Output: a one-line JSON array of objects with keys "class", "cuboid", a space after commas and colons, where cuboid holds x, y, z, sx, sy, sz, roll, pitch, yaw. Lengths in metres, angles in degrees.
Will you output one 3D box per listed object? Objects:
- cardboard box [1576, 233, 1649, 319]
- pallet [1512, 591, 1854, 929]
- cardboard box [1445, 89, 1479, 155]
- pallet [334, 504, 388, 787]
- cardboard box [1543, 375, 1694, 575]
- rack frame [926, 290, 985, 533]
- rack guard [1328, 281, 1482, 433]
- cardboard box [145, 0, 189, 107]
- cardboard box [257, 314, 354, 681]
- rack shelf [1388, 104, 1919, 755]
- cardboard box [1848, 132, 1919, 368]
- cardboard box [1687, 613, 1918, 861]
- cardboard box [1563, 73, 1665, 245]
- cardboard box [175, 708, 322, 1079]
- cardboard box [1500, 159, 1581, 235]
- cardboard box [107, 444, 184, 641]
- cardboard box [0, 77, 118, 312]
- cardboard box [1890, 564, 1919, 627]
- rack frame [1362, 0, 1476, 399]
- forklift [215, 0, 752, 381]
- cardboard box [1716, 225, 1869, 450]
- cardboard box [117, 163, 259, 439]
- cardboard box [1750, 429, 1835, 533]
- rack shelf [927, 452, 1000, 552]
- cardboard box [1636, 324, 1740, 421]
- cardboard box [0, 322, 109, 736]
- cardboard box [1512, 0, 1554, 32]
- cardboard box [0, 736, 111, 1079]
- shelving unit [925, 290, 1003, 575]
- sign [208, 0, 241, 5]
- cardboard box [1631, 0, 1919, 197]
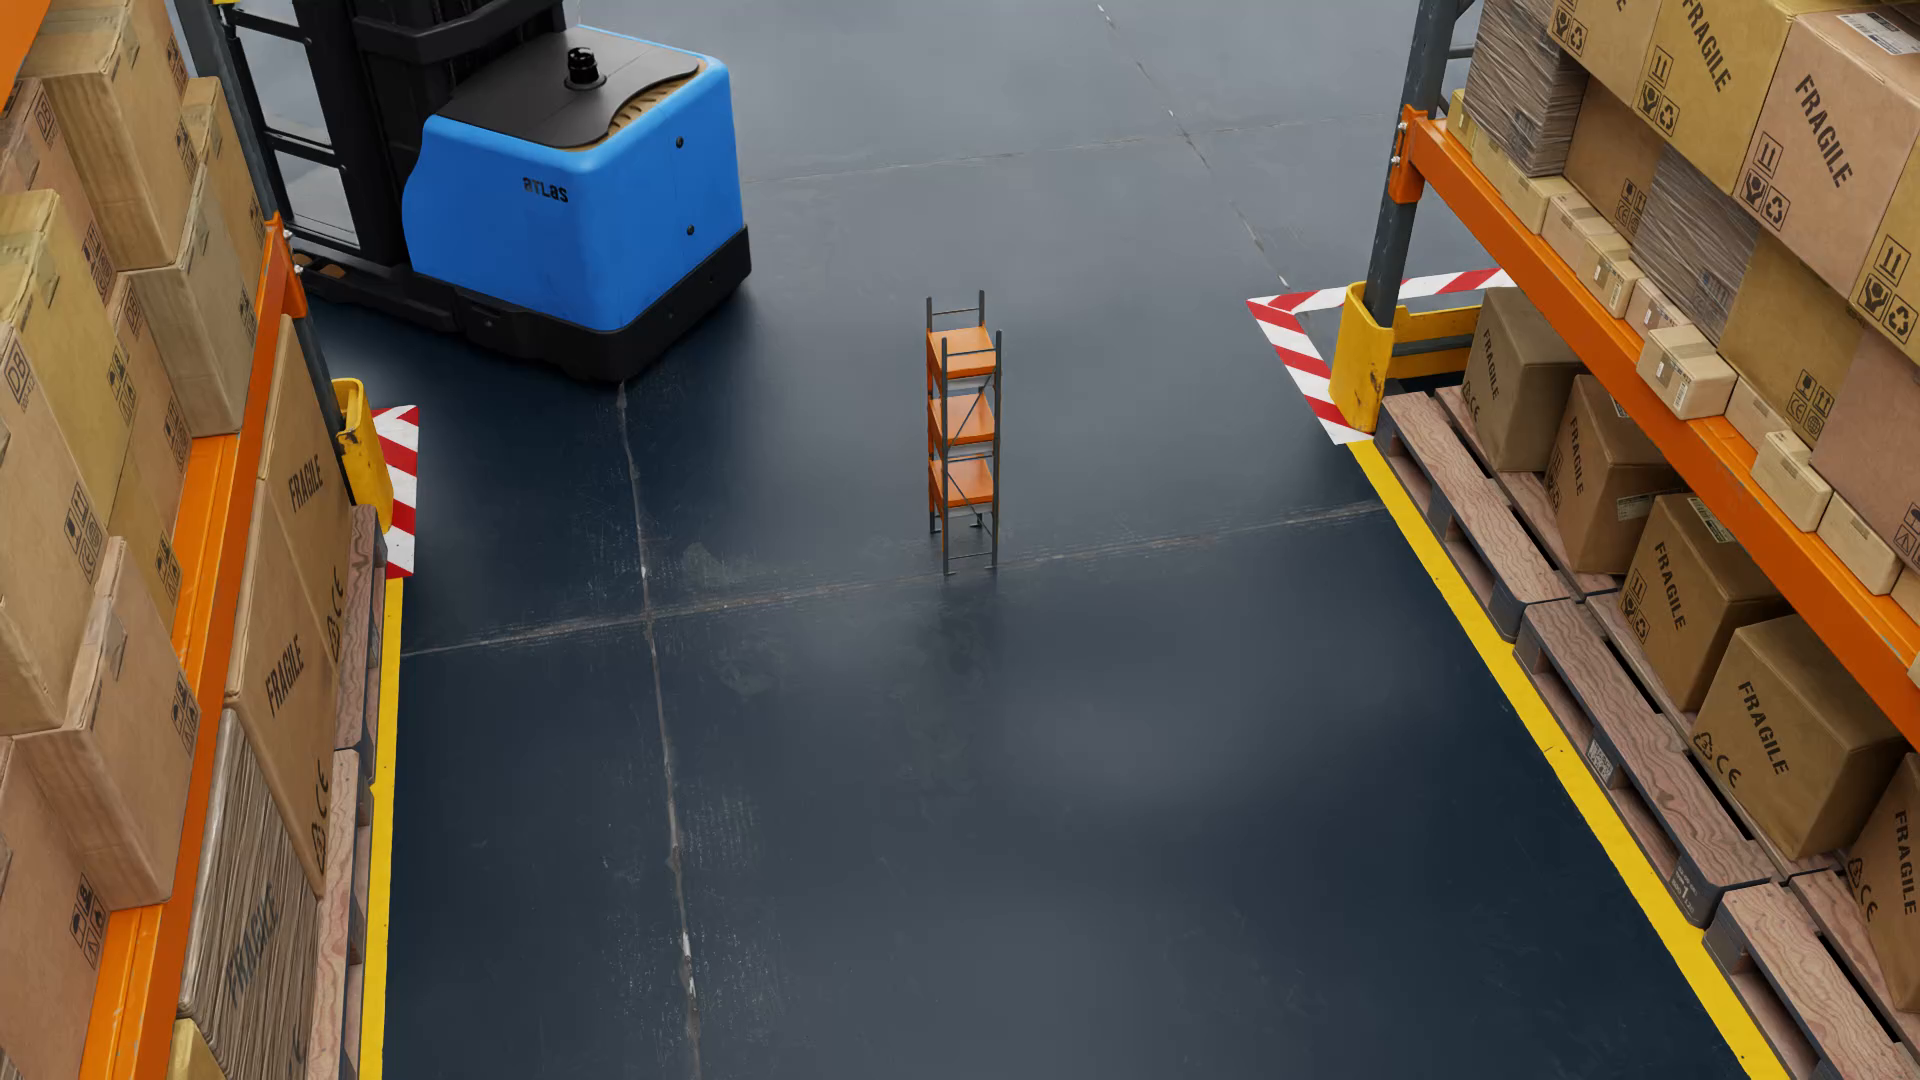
[{"class": "cardboard box", "cuboid": [2.142, -0.829, 5.113, 0.380, 0.149, 0.250, -8, 42, -9]}, {"class": "pallet", "cuboid": [2.535, 0.620, 5.392, 1.003, 0.211, 1.213, -8, 42, -9]}, {"class": "cardboard box", "cuboid": [1.946, -1.480, 5.847, 0.380, 0.149, 0.250, -8, 42, -9]}, {"class": "pallet", "cuboid": [-2.498, 0.403, 5.638, 1.003, 0.211, 1.213, -8, 42, -9]}, {"class": "cardboard box", "cuboid": [2.399, -0.225, 5.811, 0.500, 0.500, 0.500, 2, 42, 2]}, {"class": "rack frame", "cuboid": [-0.015, -0.437, 5.951, 0.200, 1.050, 0.008, -8, 42, -9]}, {"class": "rack guard", "cuboid": [2.134, -0.809, 6.784, 1.175, 0.500, 0.348, -8, 42, -9]}, {"class": "cardboard box", "cuboid": [-2.705, -1.361, 4.598, 0.875, 0.550, 0.550, -8, 42, -9]}, {"class": "cardboard box", "cuboid": [-2.536, -0.080, 5.364, 0.875, 0.875, 0.875, -8, 42, -9]}, {"class": "rack shelf", "cuboid": [2.549, -0.227, 4.788, 1.077, 0.370, 4.000, -8, 42, -9]}, {"class": "cardboard box", "cuboid": [2.399, -0.623, 3.639, 0.500, 0.500, 0.500, -8, 42, -9]}, {"class": "cardboard box", "cuboid": [2.592, 0.552, 4.936, 0.500, 0.500, 0.500, -12, 43, -13]}, {"class": "cardboard box", "cuboid": [2.435, -1.274, 5.126, 0.875, 0.500, 0.500, -8, 42, -9]}, {"class": "cardboard box", "cuboid": [-2.149, 1.082, 4.056, 0.875, 0.875, 0.875, -8, 42, -9]}, {"class": "cardboard box", "cuboid": [2.021, -1.151, 5.476, 0.380, 0.149, 0.250, -8, 42, -9]}, {"class": "cardboard box", "cuboid": [-2.330, 0.103, 3.762, 0.875, 0.550, 0.500, -8, 42, -9]}, {"class": "cardboard box", "cuboid": [-2.508, -0.635, 3.780, 0.875, 0.550, 0.550, -8, 42, -9]}, {"class": "cardboard box", "cuboid": [2.520, 0.136, 4.027, 0.380, 0.149, 0.250, -8, 42, -9]}, {"class": "rack frame", "cuboid": [2.118, -1.793, 6.010, 1.000, 3.000, 0.127, -8, 42, -9]}, {"class": "forklift", "cuboid": [-2.490, -2.448, 6.800, 3.031, 2.935, 1.130, 19, 45, 20]}, {"class": "cardboard box", "cuboid": [2.597, -0.618, 4.387, 0.875, 0.500, 0.500, -8, 42, -9]}, {"class": "cardboard box", "cuboid": [-2.483, -0.616, 4.572, 0.875, 0.550, 0.550, -8, 42, -9]}, {"class": "cardboard box", "cuboid": [2.338, -0.177, 4.380, 0.380, 0.149, 0.250, -8, 42, -9]}, {"class": "rack shelf", "cuboid": [0.012, -0.142, 6.054, 0.215, 0.259, 0.240, -8, 42, -9]}, {"class": "cardboard box", "cuboid": [2.176, -0.494, 4.736, 0.380, 0.149, 0.250, -8, 42, -9]}, {"class": "cardboard box", "cuboid": [-2.144, 0.032, 3.028, 0.875, 0.550, 0.550, -8, 42, -9]}, {"class": "cardboard box", "cuboid": [1.970, -1.920, 5.100, 0.500, 0.500, 0.500, -8, 42, -9]}, {"class": "cardboard box", "cuboid": [-2.116, 0.799, 2.978, 0.875, 0.550, 0.550, -8, 42, -9]}, {"class": "shelving unit", "cuboid": [0.012, -0.358, 5.862, 0.215, 1.050, 0.252, -8, 42, -9]}, {"class": "sign", "cuboid": [-2.214, -1.738, 4.897, 0.100, 0.325, 0.005, -8, 42, -9]}, {"class": "cardboard box", "cuboid": [2.181, -1.271, 4.369, 0.500, 0.500, 0.500, -8, 42, -9]}]
